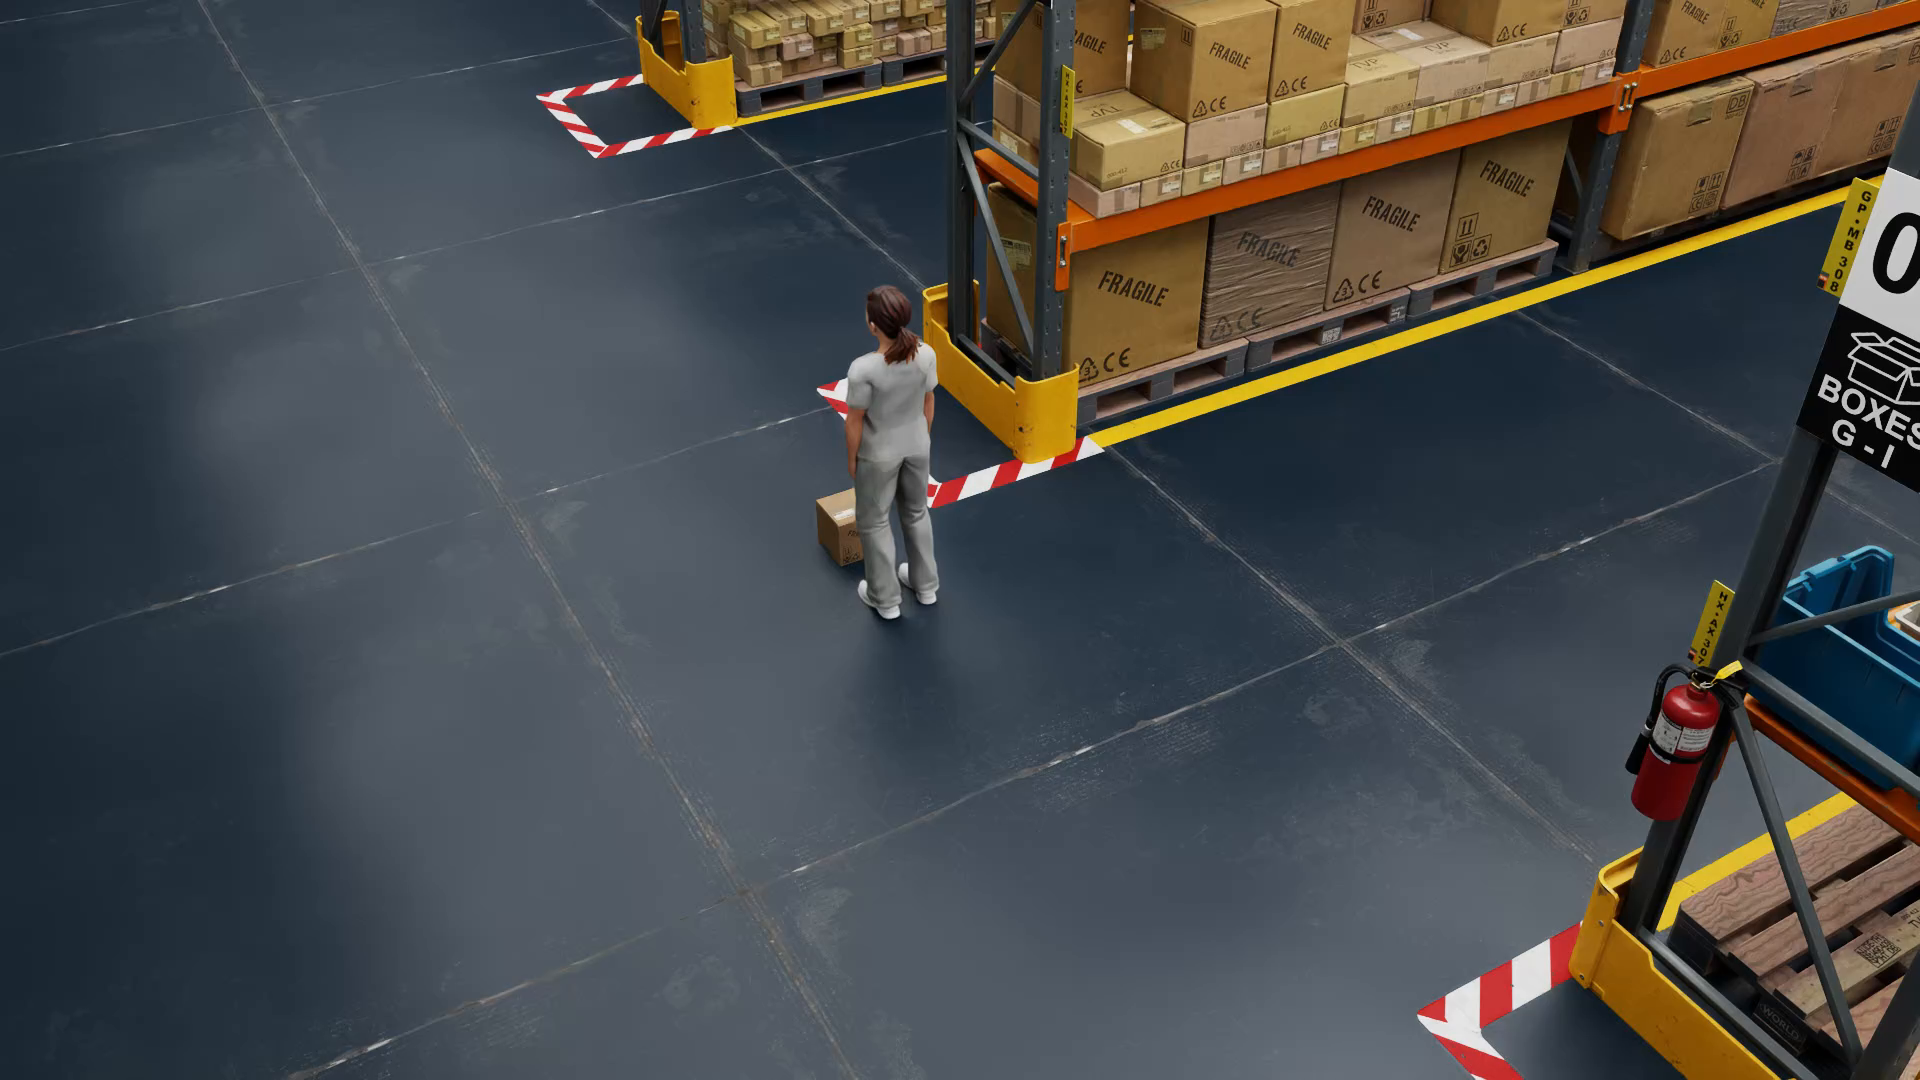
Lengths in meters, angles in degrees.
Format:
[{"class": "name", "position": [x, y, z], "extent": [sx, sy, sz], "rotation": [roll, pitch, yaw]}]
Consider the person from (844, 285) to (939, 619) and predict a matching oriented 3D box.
[{"class": "person", "position": [-0.304, -0.381, 7.444], "extent": [0.438, 1.674, 0.364], "rotation": [-18, 41, -23]}]
